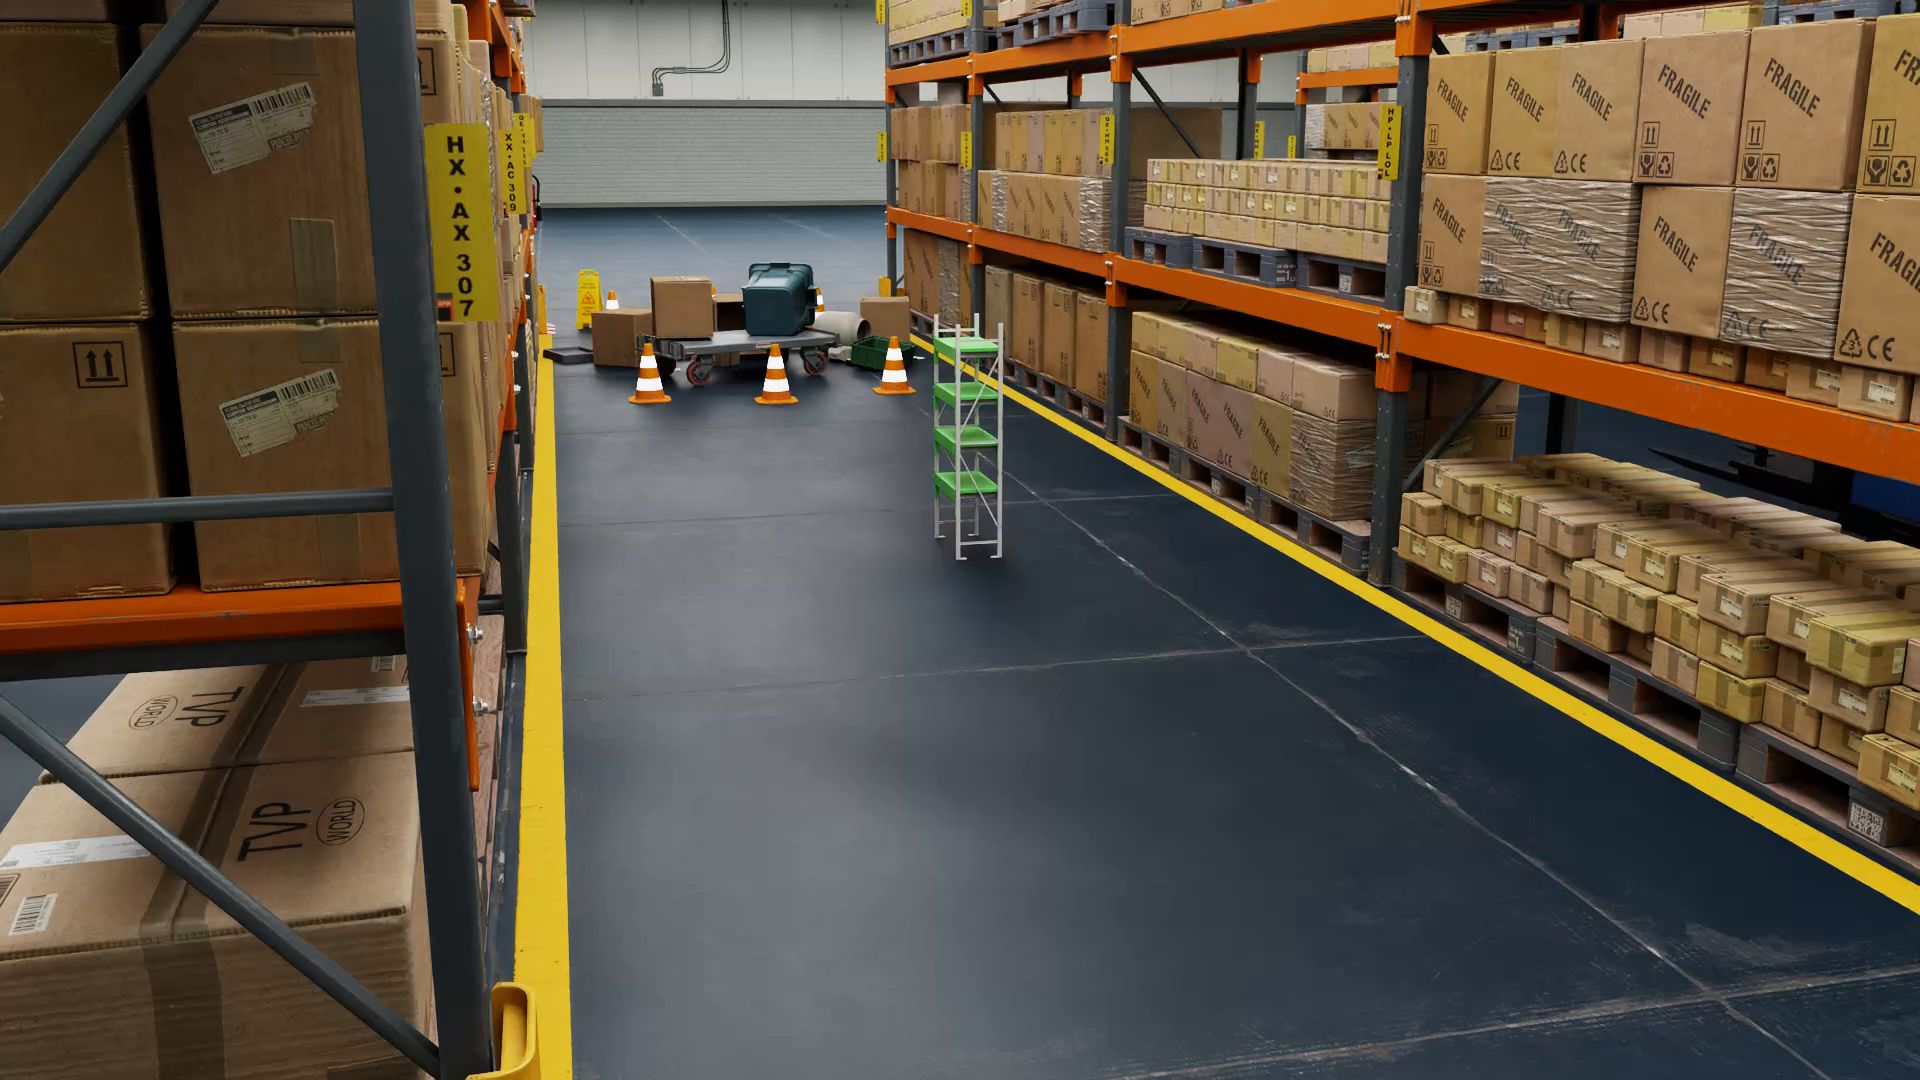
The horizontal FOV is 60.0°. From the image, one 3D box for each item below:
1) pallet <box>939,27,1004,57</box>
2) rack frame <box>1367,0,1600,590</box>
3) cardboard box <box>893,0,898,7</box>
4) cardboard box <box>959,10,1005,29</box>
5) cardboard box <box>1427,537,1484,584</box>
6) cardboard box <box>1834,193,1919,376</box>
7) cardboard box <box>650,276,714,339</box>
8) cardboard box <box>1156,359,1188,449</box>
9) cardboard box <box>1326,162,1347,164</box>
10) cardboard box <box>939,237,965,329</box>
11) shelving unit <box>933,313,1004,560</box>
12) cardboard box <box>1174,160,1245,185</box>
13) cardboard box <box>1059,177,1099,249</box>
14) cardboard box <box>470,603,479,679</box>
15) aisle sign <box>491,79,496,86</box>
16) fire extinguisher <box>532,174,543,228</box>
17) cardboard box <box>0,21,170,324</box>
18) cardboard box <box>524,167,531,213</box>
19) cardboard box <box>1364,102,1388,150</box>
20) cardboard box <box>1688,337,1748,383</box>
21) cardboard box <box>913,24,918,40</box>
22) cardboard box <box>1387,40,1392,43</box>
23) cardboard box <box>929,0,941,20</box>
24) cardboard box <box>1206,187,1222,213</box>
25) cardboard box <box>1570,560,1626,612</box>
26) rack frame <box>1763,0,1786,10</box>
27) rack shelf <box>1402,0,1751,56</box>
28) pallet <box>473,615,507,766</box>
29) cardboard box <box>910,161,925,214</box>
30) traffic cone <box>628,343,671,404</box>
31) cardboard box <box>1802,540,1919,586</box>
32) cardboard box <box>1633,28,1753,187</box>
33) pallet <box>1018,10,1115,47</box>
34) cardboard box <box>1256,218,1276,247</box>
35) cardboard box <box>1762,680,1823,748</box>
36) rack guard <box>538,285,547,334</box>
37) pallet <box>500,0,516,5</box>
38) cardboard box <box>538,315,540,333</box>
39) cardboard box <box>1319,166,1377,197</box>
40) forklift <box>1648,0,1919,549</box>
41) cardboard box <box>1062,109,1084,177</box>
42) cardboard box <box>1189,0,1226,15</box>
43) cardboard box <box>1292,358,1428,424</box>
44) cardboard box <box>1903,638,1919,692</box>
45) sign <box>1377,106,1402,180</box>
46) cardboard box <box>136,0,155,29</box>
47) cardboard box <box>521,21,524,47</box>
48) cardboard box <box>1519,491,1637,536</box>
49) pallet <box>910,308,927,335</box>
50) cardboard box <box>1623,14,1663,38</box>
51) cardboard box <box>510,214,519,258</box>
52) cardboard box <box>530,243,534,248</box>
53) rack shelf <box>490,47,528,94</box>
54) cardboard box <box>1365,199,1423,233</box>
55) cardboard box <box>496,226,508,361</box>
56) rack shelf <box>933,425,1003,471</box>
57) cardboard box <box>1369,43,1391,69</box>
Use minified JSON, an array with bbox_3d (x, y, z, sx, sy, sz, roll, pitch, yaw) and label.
[{"bbox_3d":[0.415,-4.711,15.755,1.003,0.211,1.213,-3,14,-13],"label":"pallet"},{"bbox_3d":[2.476,-1.262,7.772,1.000,3.000,0.127,-3,14,-13],"label":"rack frame"},{"bbox_3d":[-0.516,-5.853,17.996,0.380,0.149,0.250,-3,14,-13],"label":"cardboard box"},{"bbox_3d":[0.201,-4.761,15.209,0.380,0.149,0.250,-3,14,-13],"label":"cardboard box"},{"bbox_3d":[2.311,0.082,7.392,0.380,0.149,0.250,-3,14,-12],"label":"cardboard box"},{"bbox_3d":[2.944,-0.741,4.801,0.500,0.500,0.500,-4,14,-14],"label":"cardboard box"},{"bbox_3d":[-2.468,-2.068,14.742,0.500,0.500,0.500,-3,14,-13],"label":"cardboard box"},{"bbox_3d":[1.576,-0.881,10.595,0.500,0.500,0.500,-3,14,-13],"label":"cardboard box"},{"bbox_3d":[2.399,-2.170,9.878,0.380,0.149,0.250,-3,14,-10],"label":"cardboard box"},{"bbox_3d":[0.302,-2.636,16.988,0.875,0.875,0.875,-3,14,-13],"label":"cardboard box"},{"bbox_3d":[0.039,-0.545,8.628,0.258,1.200,0.503,-3,14,-13],"label":"shelving unit"},{"bbox_3d":[1.576,-2.319,10.492,0.380,0.149,0.250,-3,14,-13],"label":"cardboard box"},{"bbox_3d":[1.054,-2.437,12.372,0.500,0.500,0.500,-3,14,-13],"label":"cardboard box"},{"bbox_3d":[-2.269,0.229,6.184,0.875,0.438,0.875,-3,14,-14],"label":"cardboard box"},{"bbox_3d":[-4.863,-5.024,17.694,0.394,0.787,0.004,-3,14,-13],"label":"aisle sign"},{"bbox_3d":[-4.709,-3.745,18.100,0.296,0.674,0.183,-3,14,-13],"label":"fire extinguisher"},{"bbox_3d":[-1.717,-0.672,3.040,0.500,0.500,0.500,-3,14,-11],"label":"cardboard box"},{"bbox_3d":[-4.023,-3.118,14.533,0.500,0.500,0.500,-3,14,-13],"label":"cardboard box"},{"bbox_3d":[4.720,-4.474,17.975,0.500,0.500,0.500,-3,14,-13],"label":"cardboard box"},{"bbox_3d":[2.769,-0.639,5.751,0.380,0.149,0.250,-3,14,-12],"label":"cardboard box"},{"bbox_3d":[-0.277,-5.230,17.126,0.380,0.149,0.250,-3,14,-14],"label":"cardboard box"},{"bbox_3d":[4.793,-5.368,17.735,0.380,0.149,0.250,-4,14,-15],"label":"cardboard box"},{"bbox_3d":[-0.002,-5.220,16.247,0.500,0.250,0.500,-3,14,-14],"label":"cardboard box"},{"bbox_3d":[1.704,-2.049,10.011,0.380,0.149,0.250,-3,14,-13],"label":"cardboard box"},{"bbox_3d":[2.589,0.173,6.396,0.380,0.149,0.250,-3,14,-14],"label":"cardboard box"},{"bbox_3d":[6.381,-5.352,11.873,1.000,3.000,0.127,-3,14,-13],"label":"rack frame"},{"bbox_3d":[2.946,-1.908,5.613,1.077,0.370,4.000,-3,14,-13],"label":"rack shelf"},{"bbox_3d":[-2.210,0.572,6.142,1.003,0.211,1.213,-3,14,-13],"label":"pallet"},{"bbox_3d":[-0.051,-3.758,17.673,0.875,0.550,0.550,-3,14,-13],"label":"cardboard box"},{"bbox_3d":[-2.539,-1.368,13.551,0.336,0.463,0.334,-3,14,-13],"label":"traffic cone"},{"bbox_3d":[3.294,0.111,6.023,0.380,0.149,0.250,-3,14,-12],"label":"cardboard box"},{"bbox_3d":[2.689,-1.468,5.670,0.500,0.500,0.500,-4,14,-15],"label":"cardboard box"},{"bbox_3d":[1.068,-3.953,12.866,1.003,0.211,1.213,-3,14,-11],"label":"pallet"},{"bbox_3d":[1.881,-1.725,9.311,0.380,0.149,0.250,-3,14,-11],"label":"cardboard box"},{"bbox_3d":[2.881,0.556,5.452,0.380,0.149,0.250,-3,14,-13],"label":"cardboard box"},{"bbox_3d":[-5.112,-2.499,18.103,1.175,0.500,0.348,-3,14,-13],"label":"rack guard"},{"bbox_3d":[-2.783,-2.847,8.339,1.003,0.211,1.213,-3,14,-11],"label":"pallet"},{"bbox_3d":[-4.437,-2.187,16.469,0.500,0.250,0.500,-4,14,-15],"label":"cardboard box"},{"bbox_3d":[2.069,-1.836,8.514,0.380,0.149,0.250,-4,14,-15],"label":"cardboard box"},{"bbox_3d":[4.906,-1.443,8.660,1.130,2.935,3.031,-3,14,-11],"label":"forklift"},{"bbox_3d":[1.198,-3.058,12.806,0.700,0.500,0.500,-4,14,-14],"label":"cardboard box"},{"bbox_3d":[1.659,-3.314,9.639,0.500,0.500,0.500,-3,14,-13],"label":"cardboard box"},{"bbox_3d":[2.055,-0.774,8.575,0.500,0.250,0.500,-4,14,-15],"label":"cardboard box"},{"bbox_3d":[3.041,0.384,4.905,0.380,0.149,0.250,-3,14,-12],"label":"cardboard box"},{"bbox_3d":[1.937,-1.793,7.504,0.100,0.325,0.005,-3,14,-13],"label":"sign"},{"bbox_3d":[-1.735,-1.018,3.090,0.380,0.149,0.250,-3,14,-12],"label":"cardboard box"},{"bbox_3d":[-4.505,-4.921,16.119,0.500,0.250,0.500,-3,14,-12],"label":"cardboard box"},{"bbox_3d":[2.553,-0.098,6.875,0.380,0.149,0.250,-4,14,-15],"label":"cardboard box"},{"bbox_3d":[-0.079,-2.495,18.697,1.003,0.211,1.213,-3,14,-13],"label":"pallet"},{"bbox_3d":[5.786,-4.148,13.580,0.500,0.250,0.500,-3,14,-12],"label":"cardboard box"},{"bbox_3d":[-2.384,-1.486,7.954,0.500,0.250,0.500,-3,14,-12],"label":"cardboard box"},{"bbox_3d":[-4.227,-2.720,15.700,0.380,0.149,0.250,-2,14,-10],"label":"cardboard box"},{"bbox_3d":[-4.661,-4.377,15.719,1.077,0.370,4.000,-3,14,-13],"label":"rack shelf"},{"bbox_3d":[2.190,-1.569,8.047,0.380,0.149,0.250,-3,14,-11],"label":"cardboard box"},{"bbox_3d":[-1.955,-0.918,6.155,0.500,0.500,0.500,-3,14,-13],"label":"cardboard box"},{"bbox_3d":[0.039,-0.483,8.644,0.258,0.148,0.480,-3,14,-13],"label":"rack shelf"},{"bbox_3d":[4.731,-5.189,17.842,0.500,0.250,0.500,-3,14,-12],"label":"cardboard box"}]
